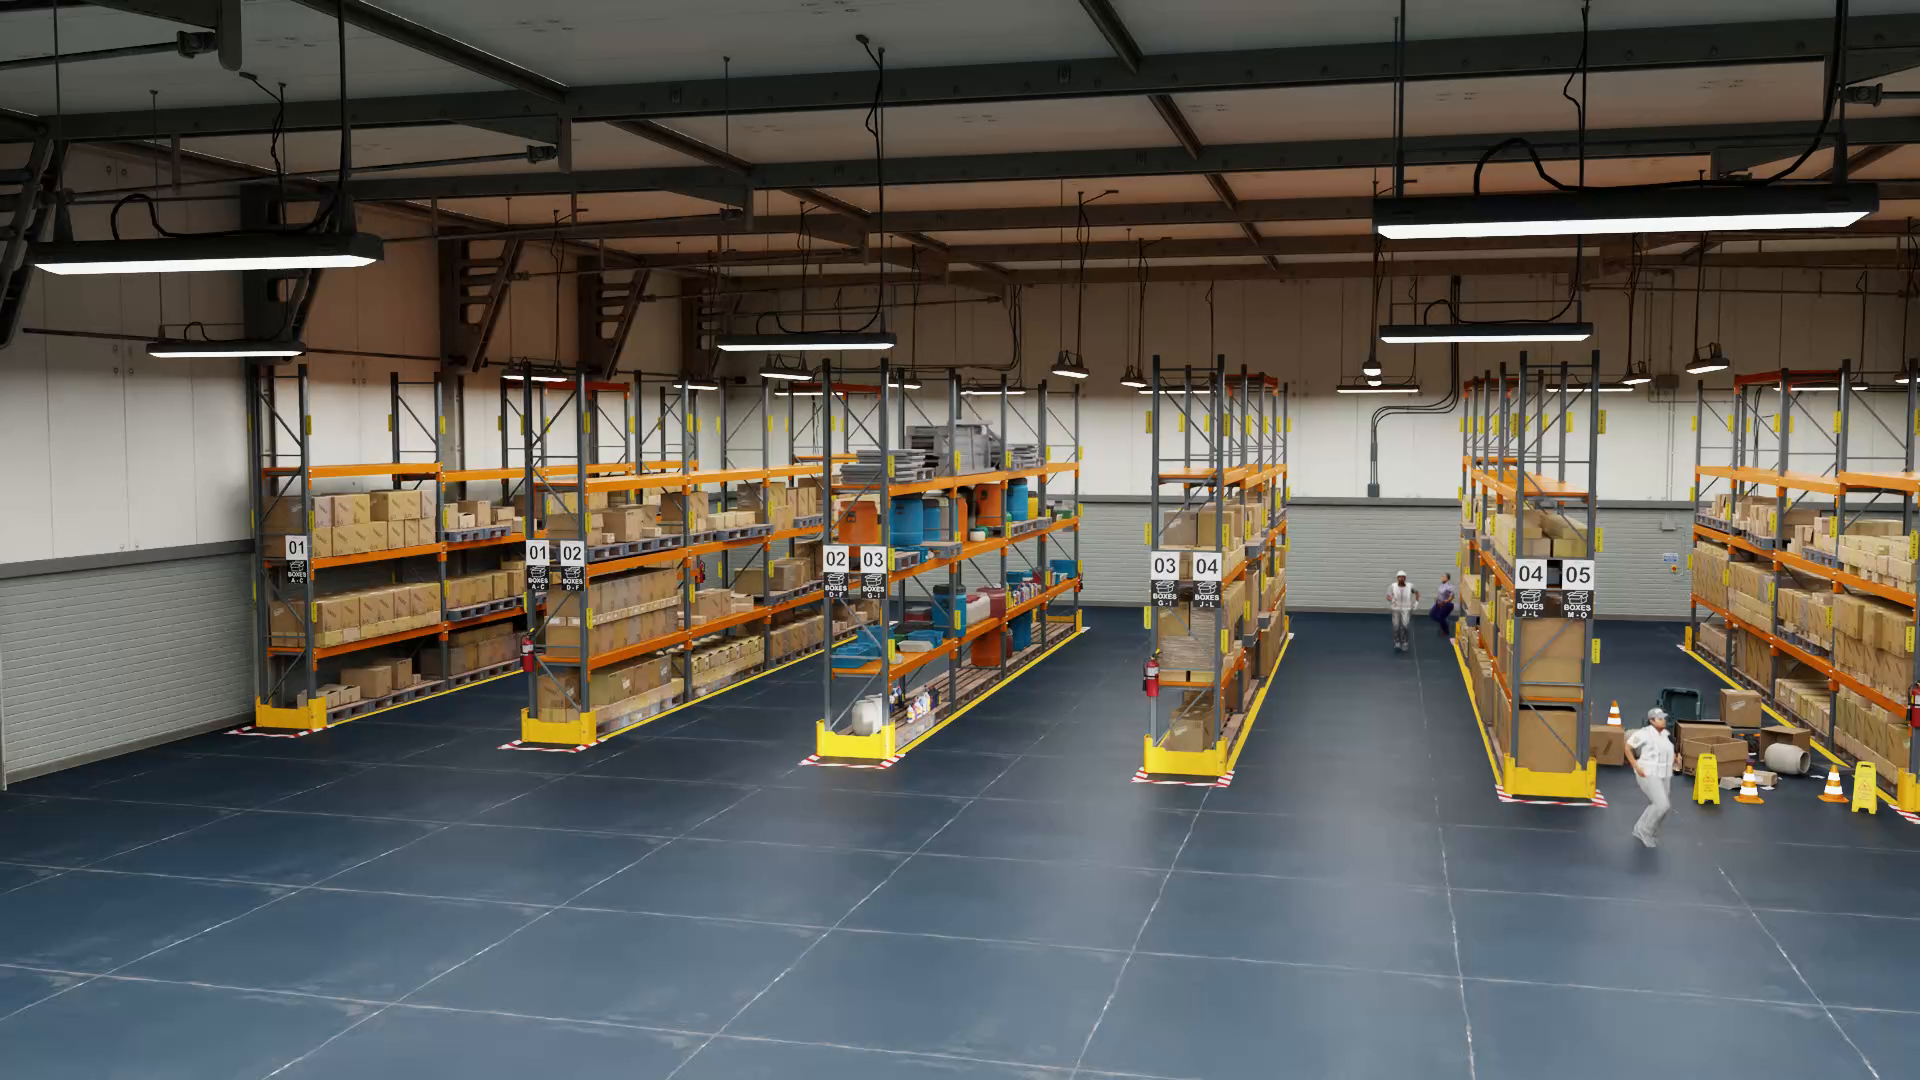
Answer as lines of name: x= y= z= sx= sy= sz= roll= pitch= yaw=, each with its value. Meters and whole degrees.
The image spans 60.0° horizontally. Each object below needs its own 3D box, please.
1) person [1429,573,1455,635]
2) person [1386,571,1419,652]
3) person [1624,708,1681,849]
person: x=11.449 y=1.520 z=39.440 sx=0.523 sy=1.531 sz=0.789 roll=0 pitch=4 yaw=-4
person: x=9.792 y=1.596 z=36.830 sx=0.704 sy=1.830 sz=0.727 roll=1 pitch=4 yaw=17
person: x=8.261 y=2.831 z=19.752 sx=0.662 sy=1.686 sz=0.576 roll=-2 pitch=4 yaw=-29
